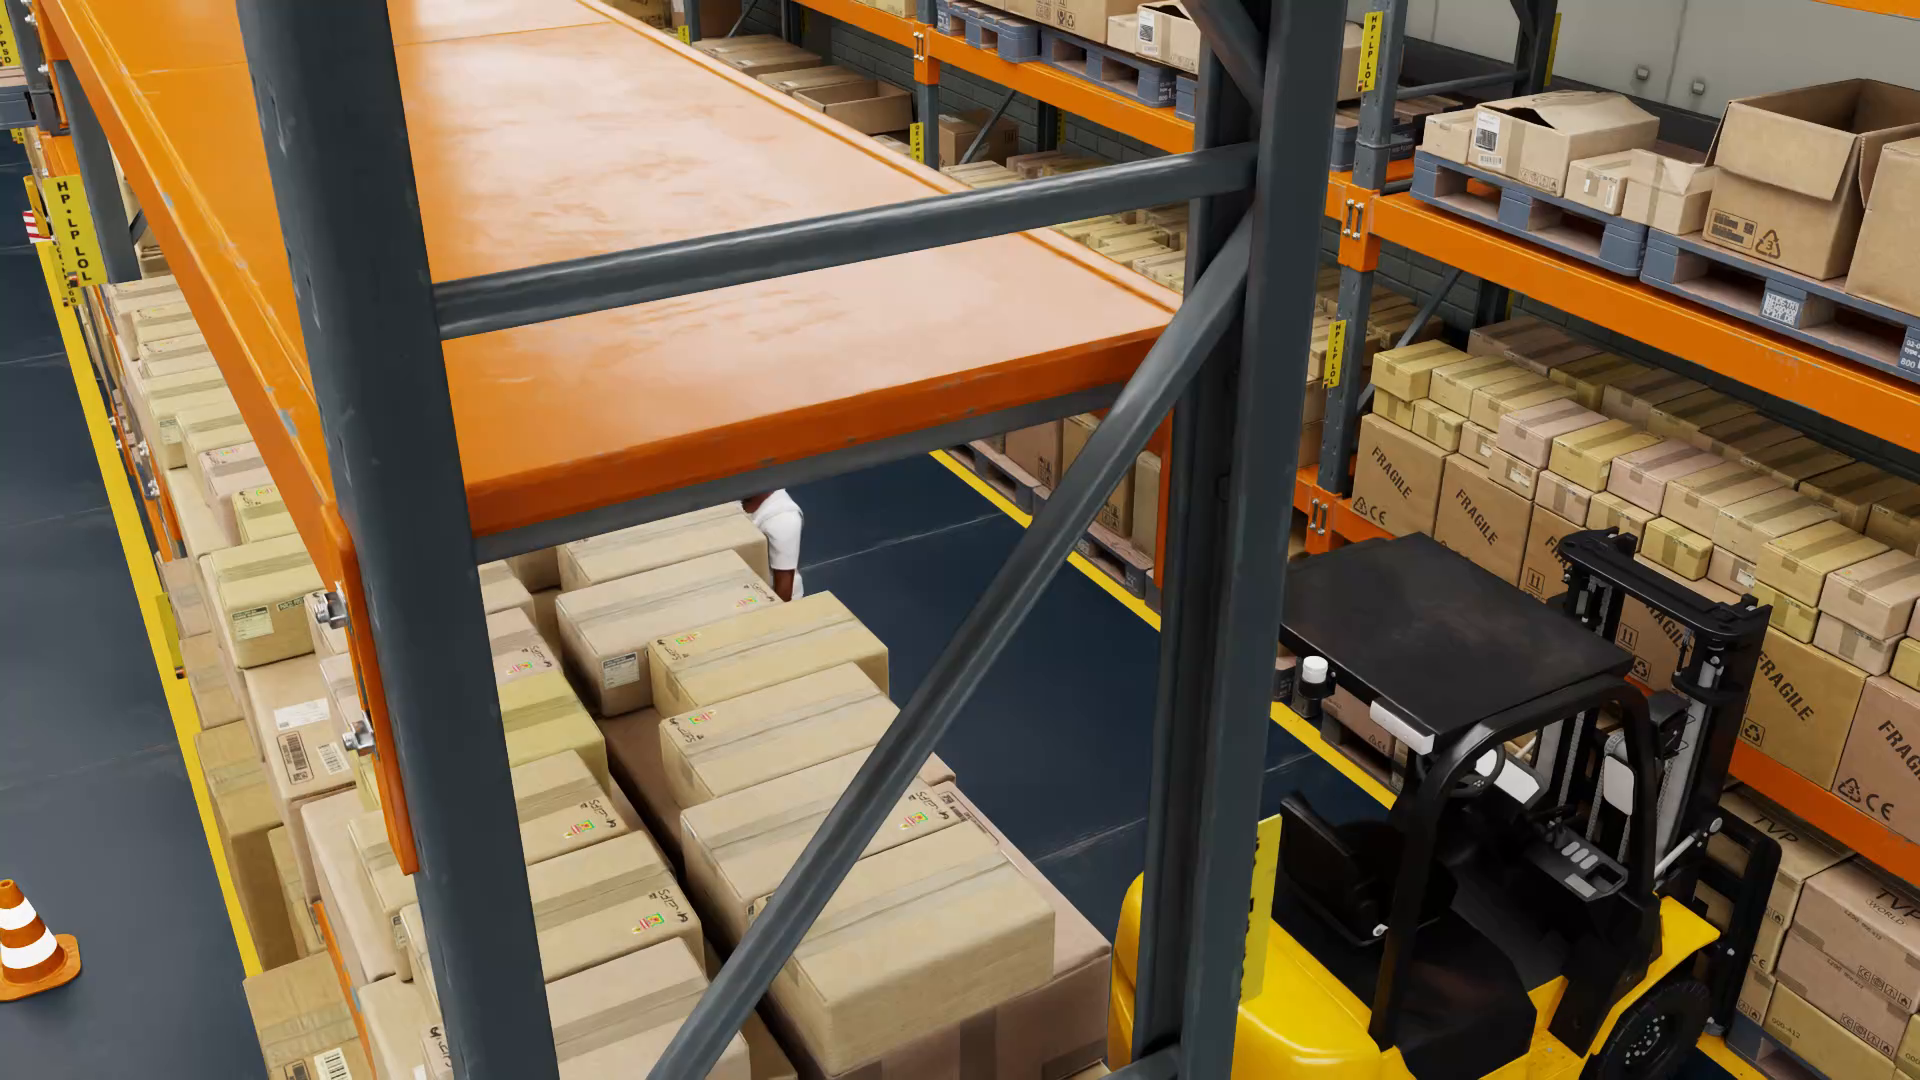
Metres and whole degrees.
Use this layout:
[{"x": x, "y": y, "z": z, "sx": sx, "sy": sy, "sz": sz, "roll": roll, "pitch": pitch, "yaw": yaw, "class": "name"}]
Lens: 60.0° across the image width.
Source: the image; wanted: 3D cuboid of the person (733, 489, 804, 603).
[{"x": -0.958, "y": 0.307, "z": 8.003, "sx": 0.390, "sy": 1.750, "sz": 0.575, "roll": -15, "pitch": 32, "yaw": -25, "class": "person"}]
